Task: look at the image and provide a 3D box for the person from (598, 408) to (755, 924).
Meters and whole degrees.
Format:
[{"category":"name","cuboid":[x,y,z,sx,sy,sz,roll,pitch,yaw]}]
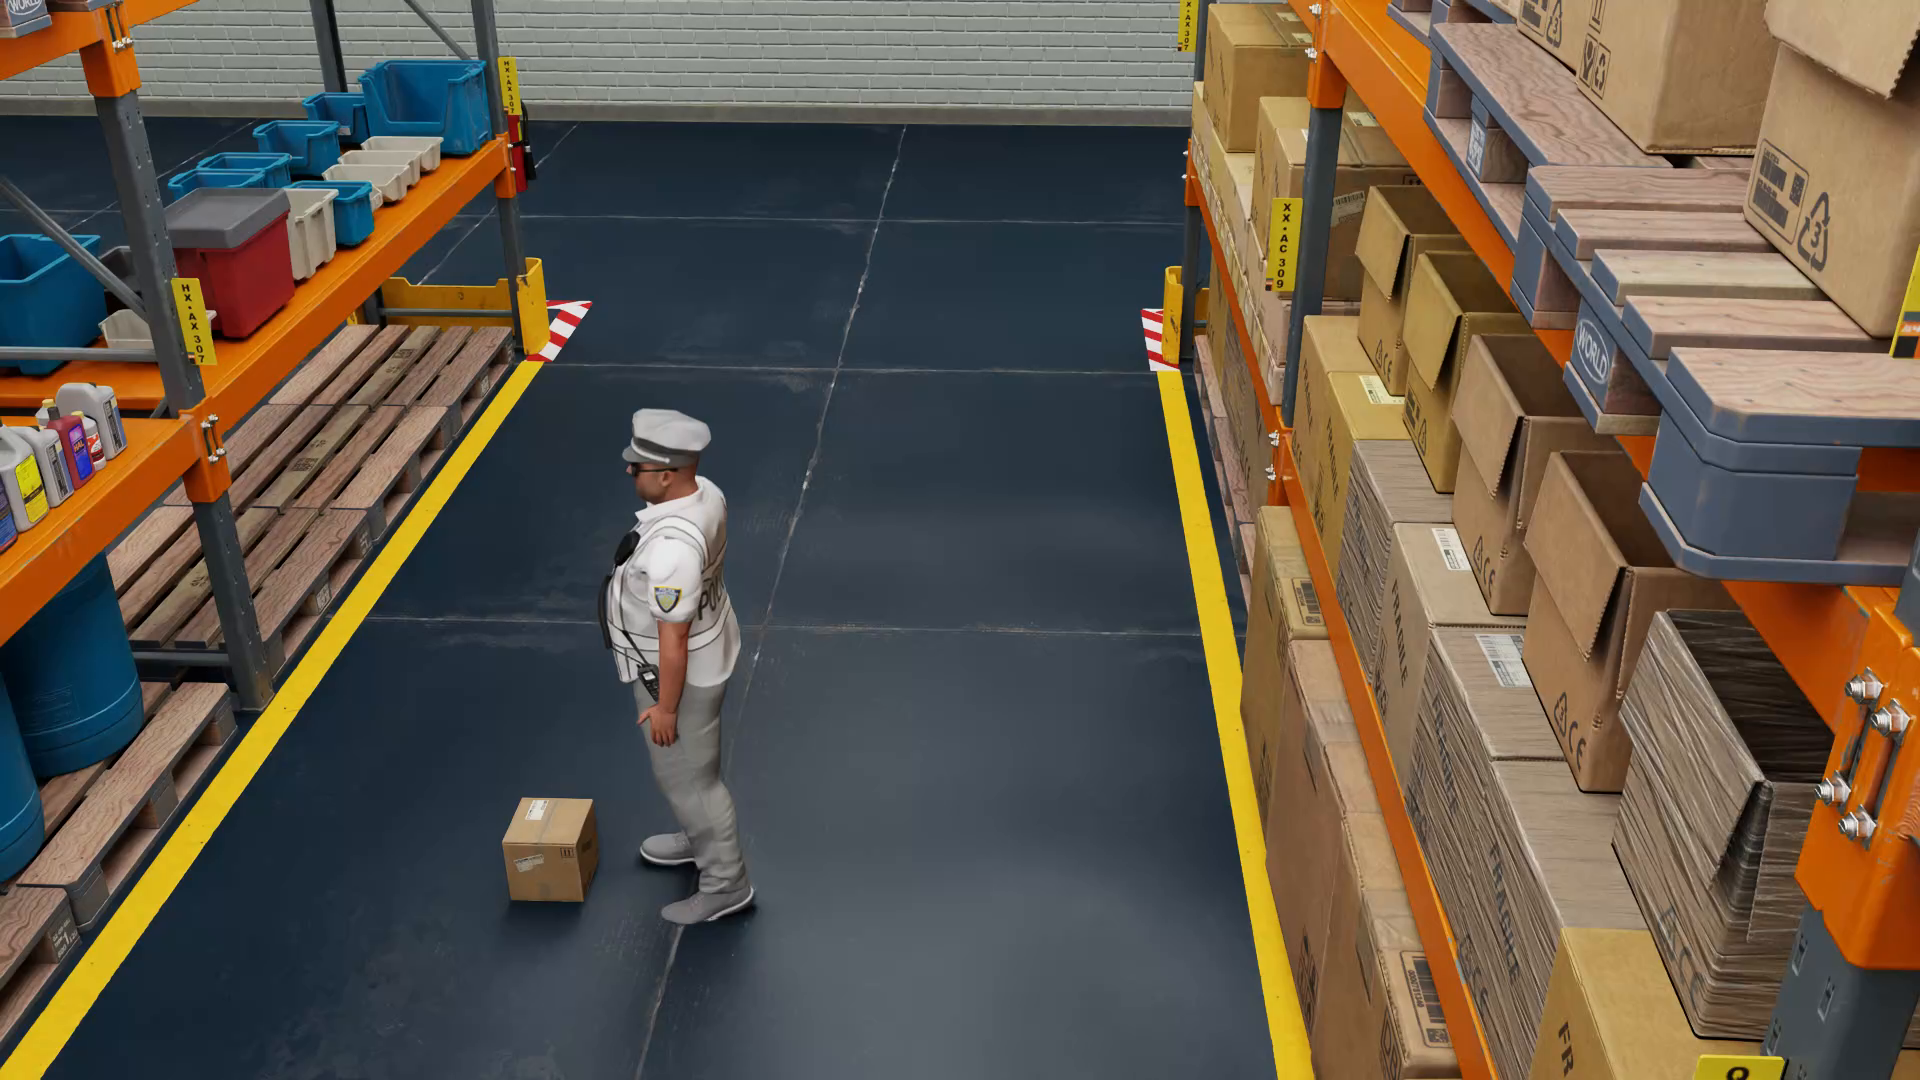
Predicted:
[{"category":"person","cuboid":[-0.910,0.420,5.341,0.447,1.800,0.531,2,28,3]}]
